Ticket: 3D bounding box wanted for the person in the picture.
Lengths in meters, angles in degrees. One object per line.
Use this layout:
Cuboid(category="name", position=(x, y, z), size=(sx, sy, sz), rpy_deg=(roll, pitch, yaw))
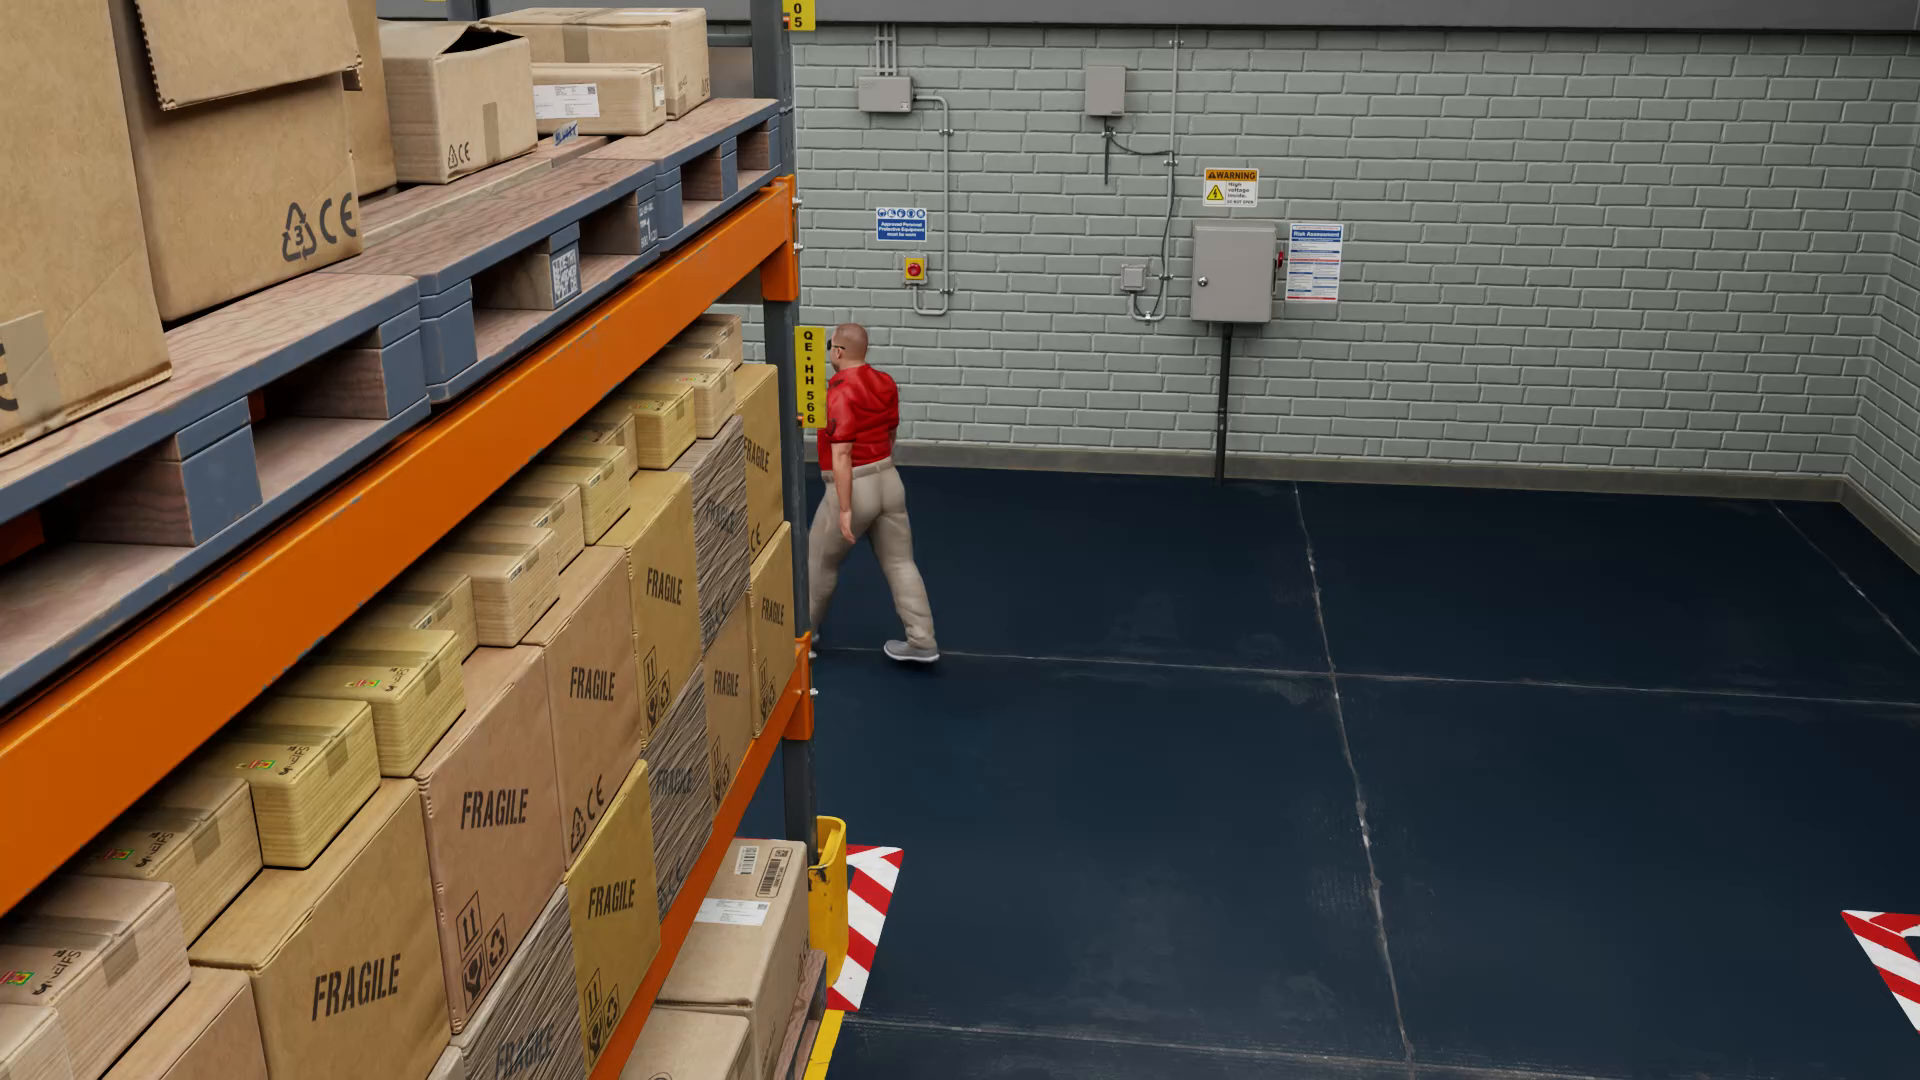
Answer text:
Cuboid(category="person", position=(-0.516, -0.246, 8.207), size=(0.979, 1.670, 0.544), rpy_deg=(18, 27, 38))
